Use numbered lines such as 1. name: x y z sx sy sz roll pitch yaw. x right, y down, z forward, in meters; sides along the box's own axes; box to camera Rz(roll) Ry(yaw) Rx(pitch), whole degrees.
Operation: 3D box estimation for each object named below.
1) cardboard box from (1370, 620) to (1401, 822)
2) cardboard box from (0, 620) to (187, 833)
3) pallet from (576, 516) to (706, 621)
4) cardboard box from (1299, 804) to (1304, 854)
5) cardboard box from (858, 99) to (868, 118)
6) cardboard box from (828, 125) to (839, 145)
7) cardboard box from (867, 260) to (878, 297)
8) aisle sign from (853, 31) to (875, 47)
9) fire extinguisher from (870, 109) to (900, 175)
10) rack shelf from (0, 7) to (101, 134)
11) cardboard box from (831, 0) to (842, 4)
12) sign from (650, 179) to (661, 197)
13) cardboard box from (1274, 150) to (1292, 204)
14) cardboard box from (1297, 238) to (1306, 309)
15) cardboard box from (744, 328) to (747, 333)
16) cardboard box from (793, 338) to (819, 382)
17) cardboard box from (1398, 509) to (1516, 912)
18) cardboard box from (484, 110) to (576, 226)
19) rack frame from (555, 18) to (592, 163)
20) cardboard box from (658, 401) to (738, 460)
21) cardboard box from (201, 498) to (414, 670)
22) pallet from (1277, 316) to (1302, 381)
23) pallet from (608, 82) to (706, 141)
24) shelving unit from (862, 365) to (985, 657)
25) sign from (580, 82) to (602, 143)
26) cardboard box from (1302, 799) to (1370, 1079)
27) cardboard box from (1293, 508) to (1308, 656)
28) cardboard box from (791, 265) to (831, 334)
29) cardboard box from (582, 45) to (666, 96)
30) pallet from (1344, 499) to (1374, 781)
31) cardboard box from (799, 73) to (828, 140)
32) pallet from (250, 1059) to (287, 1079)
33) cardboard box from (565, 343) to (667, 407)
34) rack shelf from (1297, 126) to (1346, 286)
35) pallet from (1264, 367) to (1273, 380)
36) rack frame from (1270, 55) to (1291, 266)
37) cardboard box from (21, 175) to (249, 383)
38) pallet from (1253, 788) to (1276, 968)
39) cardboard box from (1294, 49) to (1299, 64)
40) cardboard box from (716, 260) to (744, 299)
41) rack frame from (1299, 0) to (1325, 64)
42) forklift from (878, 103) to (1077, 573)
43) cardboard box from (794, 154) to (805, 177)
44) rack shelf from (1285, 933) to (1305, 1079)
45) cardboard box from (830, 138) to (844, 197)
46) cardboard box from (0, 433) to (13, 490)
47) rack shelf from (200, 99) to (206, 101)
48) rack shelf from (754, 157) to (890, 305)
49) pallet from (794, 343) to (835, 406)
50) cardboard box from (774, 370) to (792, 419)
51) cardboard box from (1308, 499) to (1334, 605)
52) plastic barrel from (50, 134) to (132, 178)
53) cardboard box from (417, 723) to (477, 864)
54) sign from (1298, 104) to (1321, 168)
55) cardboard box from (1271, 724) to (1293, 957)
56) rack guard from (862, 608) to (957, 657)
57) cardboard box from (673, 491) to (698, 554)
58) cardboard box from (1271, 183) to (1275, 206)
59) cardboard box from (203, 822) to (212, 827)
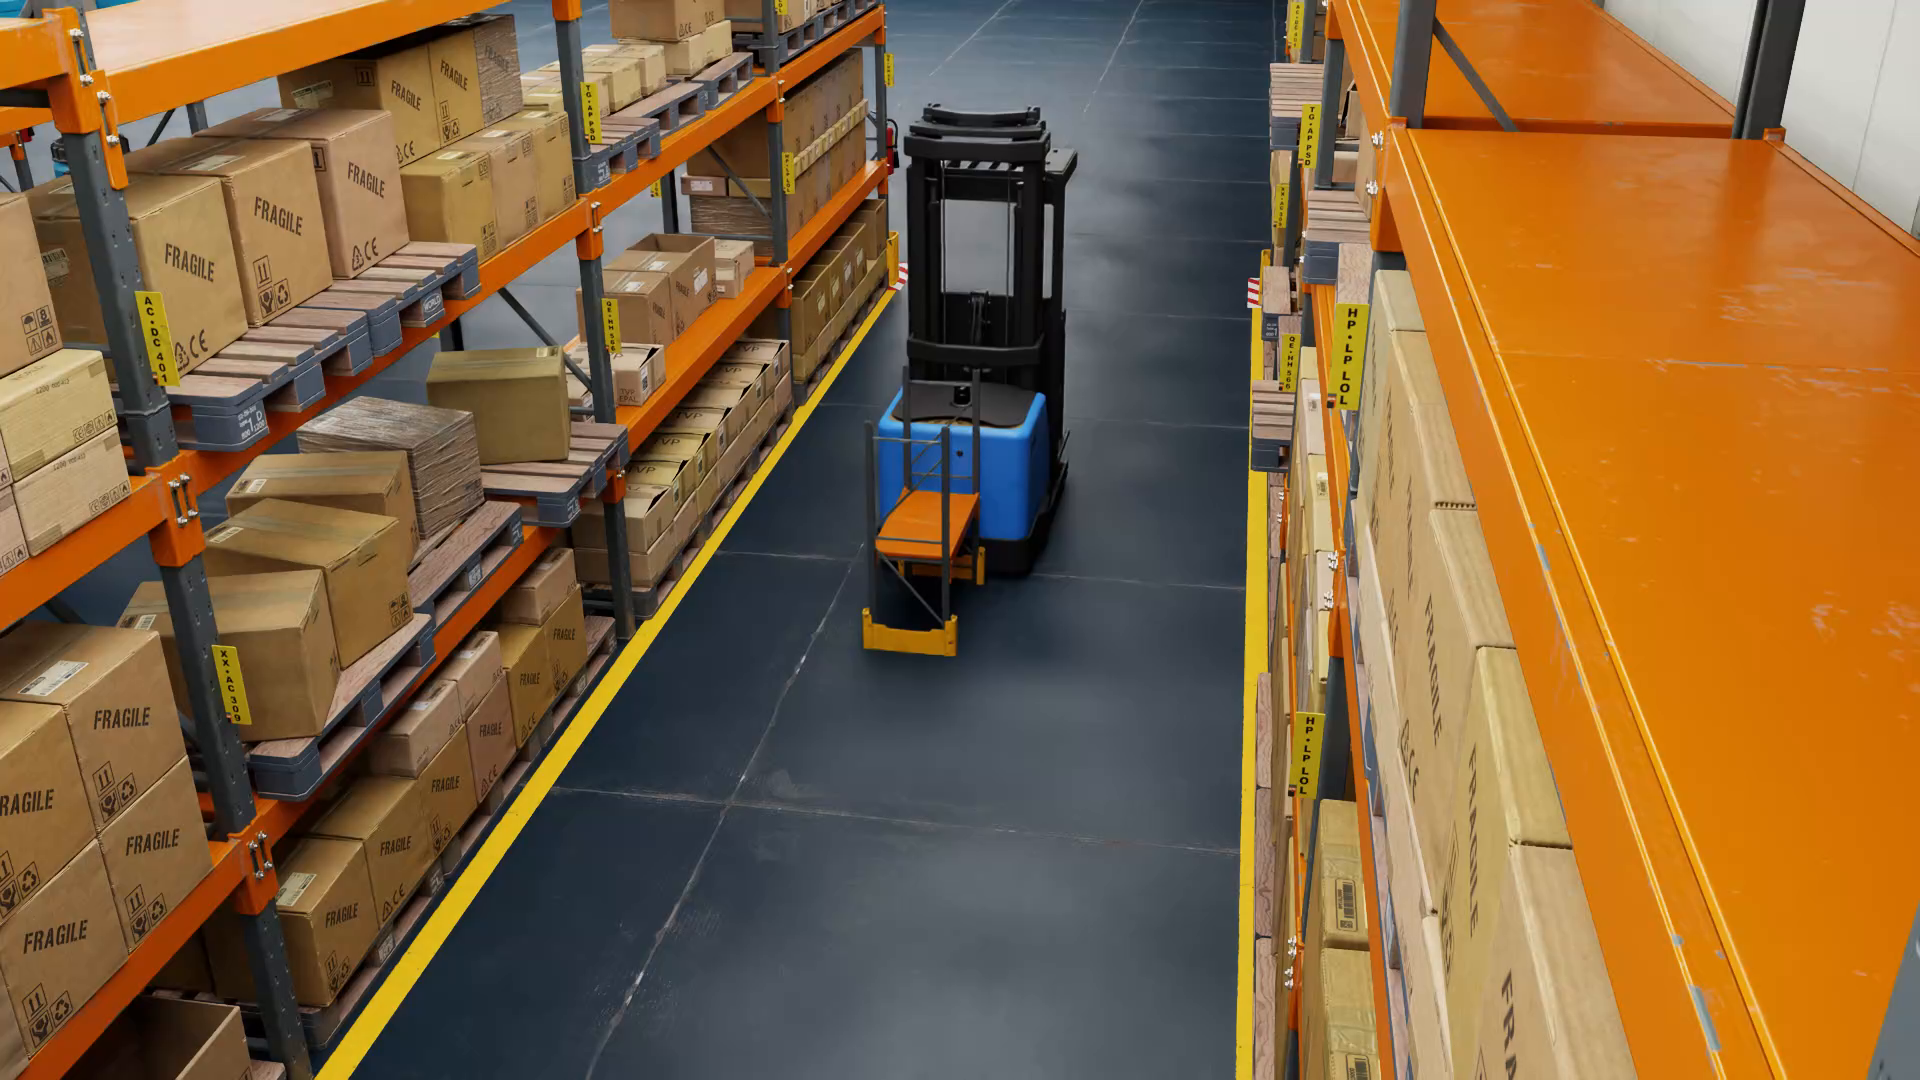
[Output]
1. cardboard box: 1.131 0.404 3.418 0.500 0.250 0.500 3 25 7
2. cardboard box: -3.037 0.622 5.630 0.500 0.500 0.500 4 25 9
3. pallet: -2.383 0.139 11.248 1.003 0.211 1.213 4 25 9
4. cardboard box: 1.472 1.069 6.245 0.380 0.149 0.250 4 25 9
5. cardboard box: -1.123 -4.294 16.547 0.380 0.149 0.250 4 25 8
6. cardboard box: -1.333 -3.753 15.390 0.380 0.149 0.250 5 25 10
7. cardboard box: -1.114 -2.618 16.598 0.500 0.250 0.500 4 25 9
8. aisle sign: -0.948 -5.313 16.540 0.394 0.787 0.004 4 25 9
9. fire extinguisher: -0.771 -4.110 17.129 0.296 0.674 0.183 4 25 9
10. rack shelf: -3.536 -0.663 3.448 1.077 0.370 4.000 4 25 9
11. cardboard box: -1.267 -4.968 14.775 0.500 0.311 0.500 7 26 15
12. sign: -2.450 -2.921 13.382 0.100 0.325 0.005 4 25 9
13. cardboard box: 2.927 -3.033 14.004 0.500 0.500 0.500 3 25 7
14. cardboard box: 2.770 -1.914 11.709 0.700 0.500 0.500 7 26 14
15. cardboard box: -1.949 -2.157 14.728 0.500 0.500 0.500 4 25 9
16. cardboard box: -1.527 -1.573 14.365 0.500 0.250 0.500 4 25 9
17. cardboard box: 1.044 0.287 2.783 0.500 0.500 0.500 3 25 6
18. cardboard box: -2.594 -2.001 8.876 0.910 0.500 0.500 4 25 9
19. rack frame: -2.556 -3.499 8.656 1.000 3.000 0.127 4 25 9
20. cardboard box: -1.934 -0.828 12.112 0.500 0.311 0.500 4 25 8
21. cardboard box: -2.862 0.180 7.257 0.700 0.500 0.500 8 26 17
22. pallet: 2.615 -1.185 11.013 1.003 0.211 1.213 4 25 9
23. pallet: -2.353 -2.813 10.951 1.003 0.211 1.213 5 26 11
24. shelving unit: -0.217 -0.203 10.458 0.587 1.500 1.083 5 25 10
25. sign: -2.021 -2.337 9.100 0.100 0.325 0.005 4 25 9
26. cardboard box: 1.573 1.322 5.078 0.980 0.700 0.700 4 25 9
27. cardboard box: 1.746 0.200 7.337 0.500 0.500 0.500 5 25 10
28. cardboard box: -1.443 -2.122 14.652 0.500 0.500 0.500 4 25 9
29. cardboard box: -2.275 -3.141 11.109 0.500 0.250 0.500 2 25 4
30. pallet: 1.534 0.255 4.277 1.003 0.211 1.213 4 25 9
31. cardboard box: -1.590 -3.904 14.948 0.700 0.500 0.500 4 25 9
32. pallet: -3.323 2.441 6.331 1.003 0.211 1.213 4 25 9
33. cardboard box: -2.219 -1.103 10.717 0.500 0.311 0.500 4 25 8
34. rack shelf: 2.659 -2.310 10.501 1.077 0.370 4.000 4 25 9
35. pallet: 3.061 -1.134 13.968 1.003 0.211 1.213 4 25 9
36. rack frame: 3.639 -3.787 16.346 1.000 3.000 0.127 4 25 9
37. cardboard box: -3.054 -0.954 6.025 0.600 0.600 0.600 2 25 4
38. pallet: 1.927 1.655 8.008 1.003 0.211 1.213 4 25 9
39. cardboard box: 2.920 -3.966 13.048 0.500 0.500 0.500 2 25 4
40. cardboard box: -1.865 -2.014 12.717 0.396 0.266 0.258 3 25 7
41. rack frame: 2.986 -4.831 11.500 1.000 3.000 0.127 4 25 9
42. forklift: 0.222 -1.705 11.980 1.130 2.935 3.031 5 25 10
43. cardboard box: -1.544 -3.216 14.244 0.380 0.149 0.250 4 25 8
44. rack shelf: 1.351 2.395 3.989 1.077 0.370 4.000 4 25 9
45. cardboard box: -1.505 -3.552 15.726 0.700 0.500 0.500 4 25 9
46. cardboard box: -3.106 -0.195 4.722 0.500 0.250 0.500 4 25 9
47. rack shelf: -6.461 -4.669 15.542 1.077 0.370 4.000 4 25 9
48. rack shelf: -1.575 -2.966 15.441 1.077 0.370 4.000 4 25 9
49. pallet: -1.731 -1.522 14.797 1.003 0.211 1.213 4 25 9
50. cardboard box: -1.684 -1.207 13.582 0.500 0.250 0.500 4 25 8
51. cardboard box: 1.679 0.064 6.742 0.500 0.250 0.500 5 25 10
52. plastic barrel: -7.150 -2.887 13.831 0.600 0.901 0.708 4 25 9
53. cardboard box: -2.725 1.206 8.110 0.500 0.500 0.500 4 25 9
54. sign: 1.797 -2.072 8.534 0.100 0.325 0.005 4 25 9
55. cardboard box: 1.799 1.363 7.385 0.750 0.750 0.750 5 26 10
56. rack guard: -0.310 0.571 10.280 0.587 0.250 0.087 5 25 10
57. cardboard box: -2.099 -0.136 11.295 0.500 0.250 0.500 3 25 7
58. cardboard box: 3.086 -3.115 15.064 0.500 0.250 0.500 4 25 8
59. cardboard box: -3.323 1.391 7.714 0.500 0.500 0.500 4 25 9
